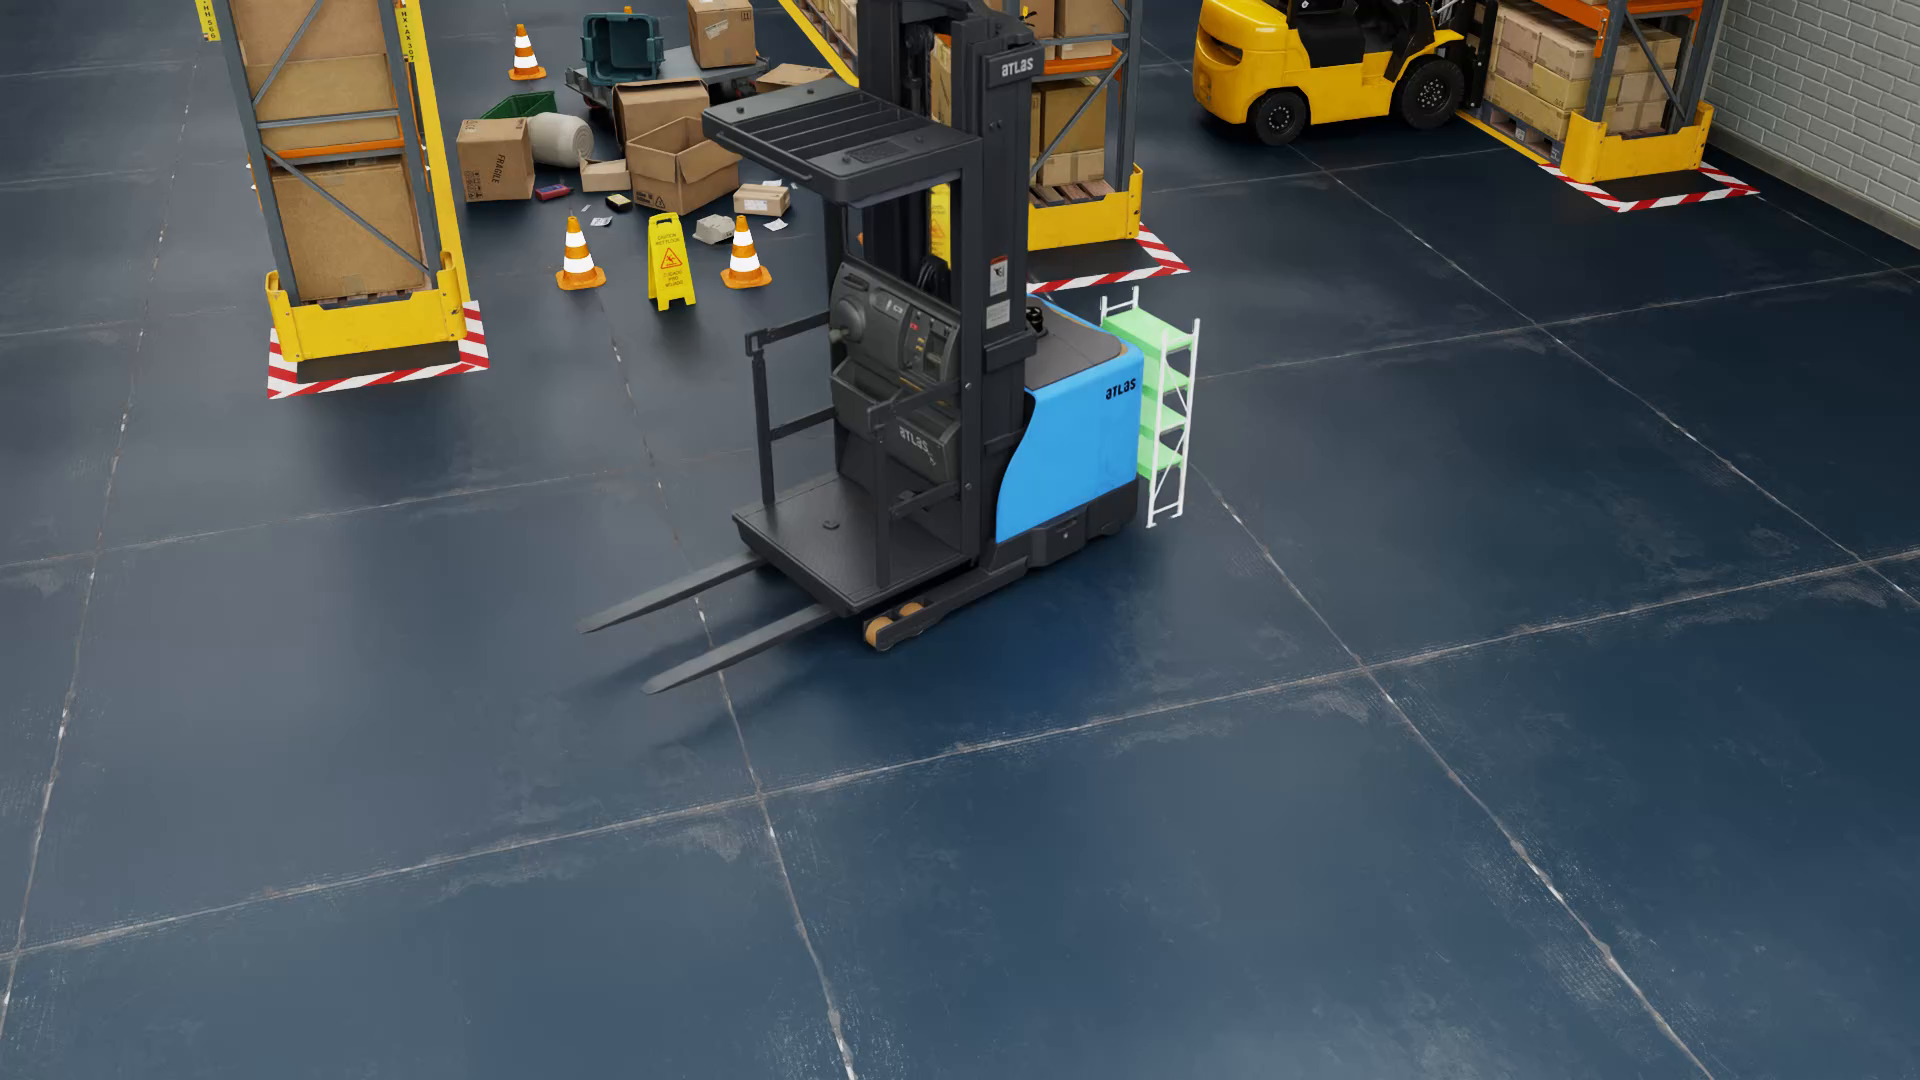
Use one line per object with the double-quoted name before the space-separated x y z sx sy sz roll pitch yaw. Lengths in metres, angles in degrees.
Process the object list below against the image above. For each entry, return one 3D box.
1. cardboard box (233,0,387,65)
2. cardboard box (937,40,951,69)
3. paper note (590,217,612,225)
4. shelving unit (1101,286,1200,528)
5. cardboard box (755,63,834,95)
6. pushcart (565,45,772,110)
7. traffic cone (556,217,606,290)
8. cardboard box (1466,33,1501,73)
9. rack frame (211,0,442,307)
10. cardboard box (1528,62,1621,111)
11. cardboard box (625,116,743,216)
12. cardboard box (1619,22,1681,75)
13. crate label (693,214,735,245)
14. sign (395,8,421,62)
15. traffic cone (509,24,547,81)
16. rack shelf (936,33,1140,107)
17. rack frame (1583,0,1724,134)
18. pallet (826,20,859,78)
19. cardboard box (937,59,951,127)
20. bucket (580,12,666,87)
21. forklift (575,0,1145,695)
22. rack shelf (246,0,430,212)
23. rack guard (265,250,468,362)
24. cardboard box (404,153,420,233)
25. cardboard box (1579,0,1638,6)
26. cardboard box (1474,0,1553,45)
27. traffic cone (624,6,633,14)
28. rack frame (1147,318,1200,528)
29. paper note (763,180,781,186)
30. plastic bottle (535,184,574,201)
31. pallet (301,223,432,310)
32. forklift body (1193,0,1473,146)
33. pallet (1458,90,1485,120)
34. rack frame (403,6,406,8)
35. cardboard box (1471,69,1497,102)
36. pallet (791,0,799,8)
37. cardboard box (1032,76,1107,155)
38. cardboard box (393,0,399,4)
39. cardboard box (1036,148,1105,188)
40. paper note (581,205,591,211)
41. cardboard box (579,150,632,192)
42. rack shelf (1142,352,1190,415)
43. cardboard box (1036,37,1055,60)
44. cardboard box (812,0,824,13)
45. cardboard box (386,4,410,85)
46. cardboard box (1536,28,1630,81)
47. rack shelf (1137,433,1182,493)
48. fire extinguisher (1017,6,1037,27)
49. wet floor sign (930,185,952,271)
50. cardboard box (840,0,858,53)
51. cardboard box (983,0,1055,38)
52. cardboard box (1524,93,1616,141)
"cardboard box" -3.977 -3.314 10.249 0.875 0.550 0.550 -10 35 -15
"cardboard box" 0.040 -3.788 12.925 0.380 0.149 0.250 -9 35 -14
"paper note" -2.750 -2.448 12.747 0.144 0.017 0.142 1 33 2
"shelving unit" 0.998 -0.719 9.067 0.258 1.200 0.503 -21 39 -29
"cardboard box" -1.407 -3.752 14.292 0.500 0.500 0.500 13 36 18
"pushcart" -2.594 -4.082 14.905 1.648 0.377 0.936 -23 40 -31
"traffic cone" -2.711 -2.059 11.766 0.336 0.463 0.334 -10 35 -15
"cardboard box" 4.742 -4.294 14.507 0.500 0.250 0.500 -11 35 -16
"rack frame" -3.901 -2.600 10.283 1.000 3.000 0.127 -10 35 -15
"cardboard box" 5.062 -3.762 13.701 0.500 0.250 0.500 -10 35 -15
"cardboard box" -2.165 -2.940 13.063 0.637 0.503 0.797 19 38 26
"cardboard box" 5.542 -4.052 13.686 0.500 0.250 0.500 -11 35 -15
"crate label" -1.830 -2.337 12.482 0.298 0.136 0.250 27 42 34
"sign" -3.371 -3.084 10.159 0.100 0.325 0.005 -10 35 -15
"traffic cone" -4.092 -4.600 15.611 0.336 0.463 0.334 -10 35 -15
"rack shelf" 0.172 -4.235 13.411 1.077 0.370 4.000 -10 35 -15
"rack frame" 5.508 -4.322 12.890 1.000 3.000 0.127 -10 35 -15
"pallet" -0.677 -4.831 16.189 1.003 0.211 1.213 -10 35 -15
"cardboard box" 0.127 -3.477 13.043 0.500 0.500 0.500 -9 34 -13
"bucket" -2.884 -4.285 14.424 0.726 0.611 0.620 1 23 2
"forklift" -0.483 -1.003 7.929 3.031 2.935 1.130 -25 41 -32
"rack shelf" -4.511 -3.350 12.071 1.077 0.370 4.000 -10 35 -15
"rack guard" -3.894 -1.545 10.953 1.175 0.500 0.348 -10 35 -15
"cardboard box" -4.441 -2.695 11.974 0.875 0.875 0.875 -11 35 -15
"cardboard box" 5.108 -4.578 13.186 0.500 0.500 0.500 -11 35 -16
"cardboard box" 4.746 -4.487 14.345 0.500 0.250 0.500 -10 35 -14
"traffic cone" -3.190 -4.927 16.106 0.336 0.463 0.334 -10 35 -15
"rack frame" 1.139 -0.609 8.901 0.240 1.200 0.015 -21 39 -29
"paper note" -1.518 -2.875 13.403 0.148 0.019 0.142 1 33 2
"plastic bottle" -3.217 -2.768 13.203 0.283 0.061 0.133 -23 40 -31
"pallet" -4.220 -1.843 11.668 1.003 0.211 1.213 -10 35 -15
"forklift body" 3.192 -4.657 14.166 2.313 2.155 1.214 -10 35 -15
"pallet" 4.867 -4.193 15.223 1.003 0.211 1.213 -10 35 -15
"rack frame" -6.341 -6.800 16.640 1.000 3.000 0.127 -10 35 -15
"cardboard box" 4.777 -4.071 14.622 0.500 0.250 0.500 -10 35 -14
"pallet" -1.421 -6.112 18.127 1.003 0.211 1.213 -10 35 -15
"cardboard box" 0.792 -3.309 12.789 0.500 0.500 0.500 -11 35 -16
"cardboard box" -4.274 -3.905 11.142 0.875 0.550 0.550 -10 35 -15
"cardboard box" 0.799 -2.984 12.977 0.500 0.250 0.500 -10 35 -15
"paper note" -2.920 -2.592 12.983 0.032 0.001 0.123 7 34 10
"cardboard box" -2.843 -2.967 13.318 0.396 0.266 0.258 -4 34 -6
"rack shelf" 0.999 -0.866 8.970 0.258 0.148 0.480 -21 39 -29
"cardboard box" 0.464 -3.541 11.935 0.380 0.149 0.250 -9 34 -13
"cardboard box" -1.037 -5.681 16.949 0.950 0.372 0.625 -9 34 -13
"cardboard box" -4.297 -3.450 11.434 0.875 0.550 0.550 -10 35 -15
"cardboard box" 5.071 -3.957 13.543 0.500 0.250 0.500 -9 34 -13
"rack shelf" 0.996 -0.464 9.234 0.258 0.148 0.480 -21 39 -29
"fire extinguisher" 0.378 -3.316 11.437 0.296 0.674 0.183 -10 35 -15
"wet floor sign" -0.179 -2.224 11.849 0.267 0.644 0.232 1 33 2
"cardboard box" -0.600 -4.939 15.826 0.950 0.372 0.625 -10 35 -14
"cardboard box" 0.354 -3.890 11.875 0.500 0.500 0.500 -11 35 -16
"cardboard box" 5.064 -3.544 13.825 0.500 0.250 0.500 -10 35 -14
